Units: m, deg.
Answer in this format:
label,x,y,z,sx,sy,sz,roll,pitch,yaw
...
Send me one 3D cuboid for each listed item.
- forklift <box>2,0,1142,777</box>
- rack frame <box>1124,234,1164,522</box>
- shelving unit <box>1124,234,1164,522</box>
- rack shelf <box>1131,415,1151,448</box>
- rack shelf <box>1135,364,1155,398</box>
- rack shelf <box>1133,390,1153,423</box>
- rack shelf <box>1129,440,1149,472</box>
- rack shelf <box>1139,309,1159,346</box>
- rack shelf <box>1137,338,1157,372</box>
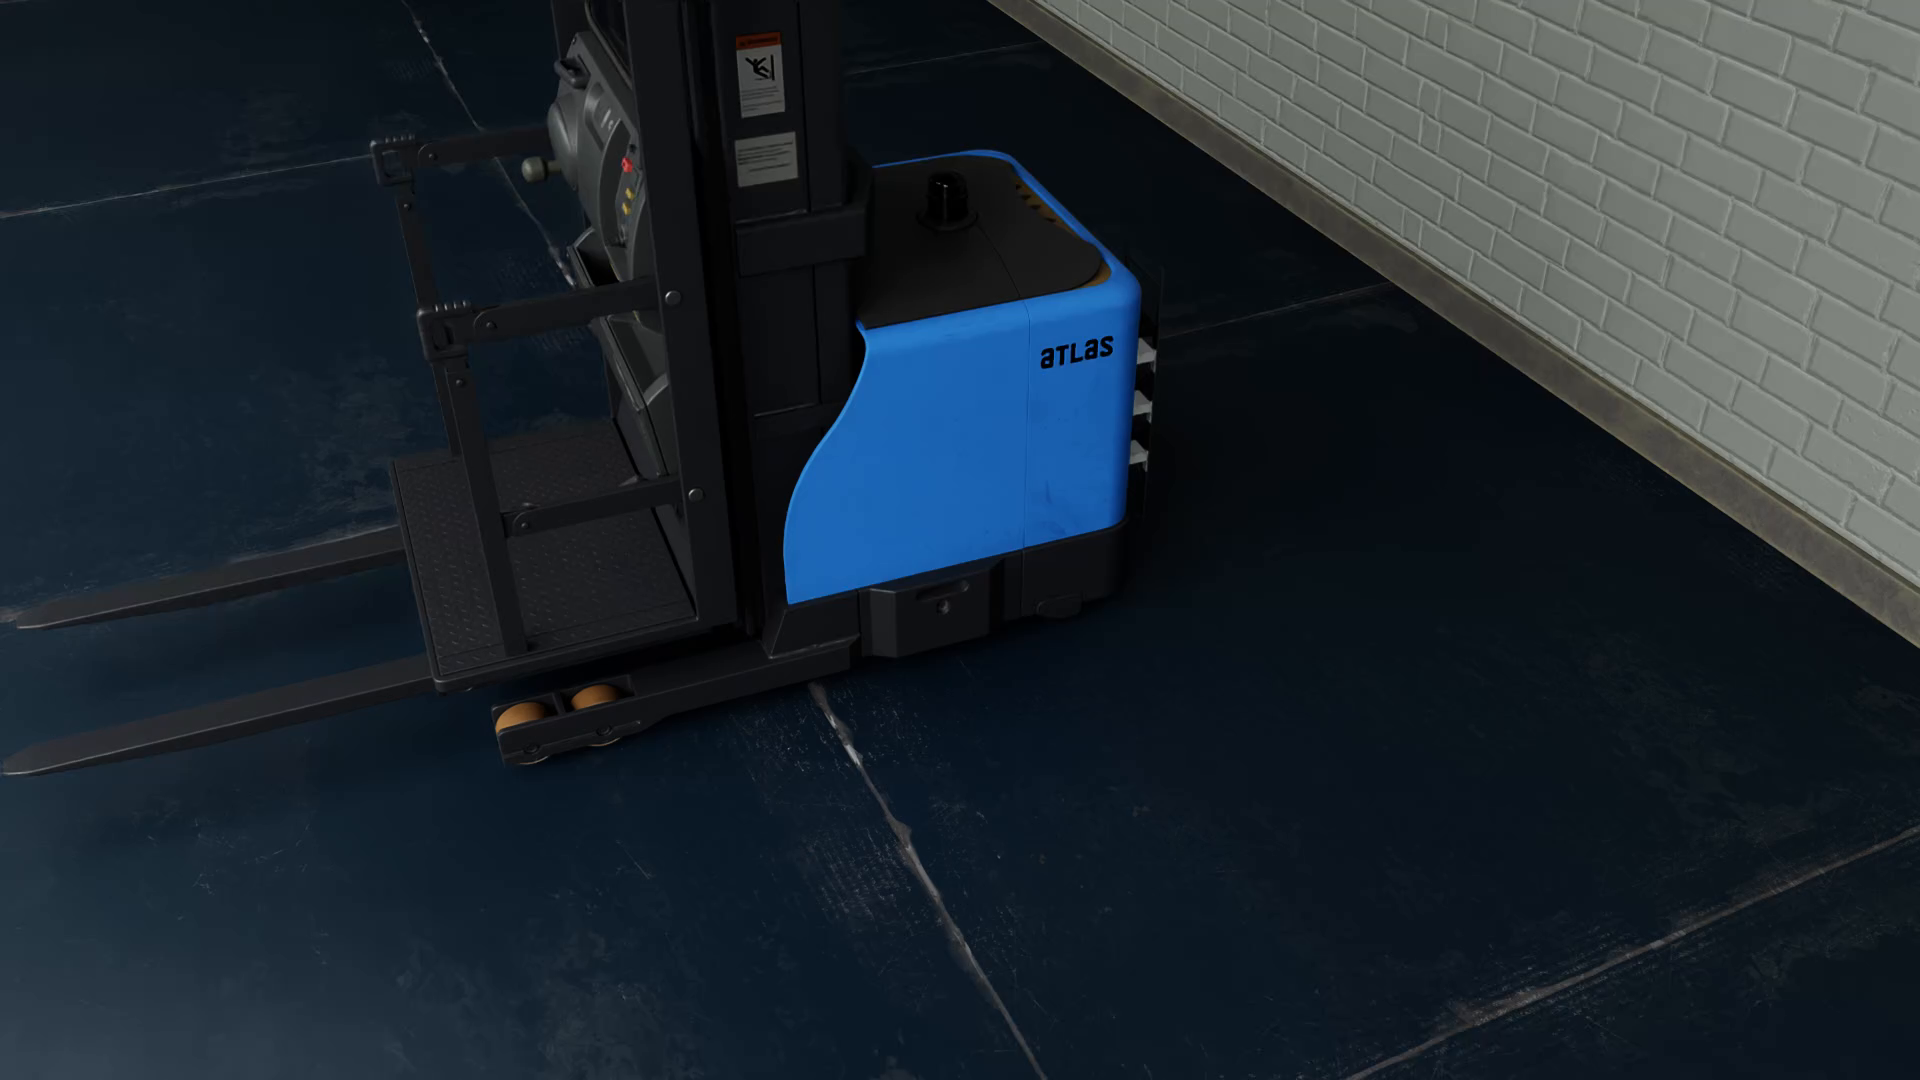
label,x,y,z,sx,sy,sz,roll,pitch,yaw
forklift,-1.073,-0.935,4.050,3.031,2.935,1.130,-13,39,-17
rack frame,0.542,-0.485,5.149,0.006,0.900,0.240,-13,39,-17
shelving unit,0.447,-0.463,5.119,0.210,0.900,0.258,-13,39,-17
rack shelf,0.447,-0.364,5.192,0.200,0.077,0.258,-13,39,-17
rack shelf,0.447,-0.509,5.085,0.200,0.077,0.258,-13,39,-17
rack shelf,0.447,-0.436,5.139,0.200,0.077,0.258,-13,39,-17
rack shelf,0.447,-0.292,5.246,0.200,0.077,0.258,-13,39,-17
rack shelf,0.447,-0.653,4.978,0.200,0.077,0.258,-13,39,-17
rack shelf,0.447,-0.581,5.032,0.200,0.077,0.258,-13,39,-17
